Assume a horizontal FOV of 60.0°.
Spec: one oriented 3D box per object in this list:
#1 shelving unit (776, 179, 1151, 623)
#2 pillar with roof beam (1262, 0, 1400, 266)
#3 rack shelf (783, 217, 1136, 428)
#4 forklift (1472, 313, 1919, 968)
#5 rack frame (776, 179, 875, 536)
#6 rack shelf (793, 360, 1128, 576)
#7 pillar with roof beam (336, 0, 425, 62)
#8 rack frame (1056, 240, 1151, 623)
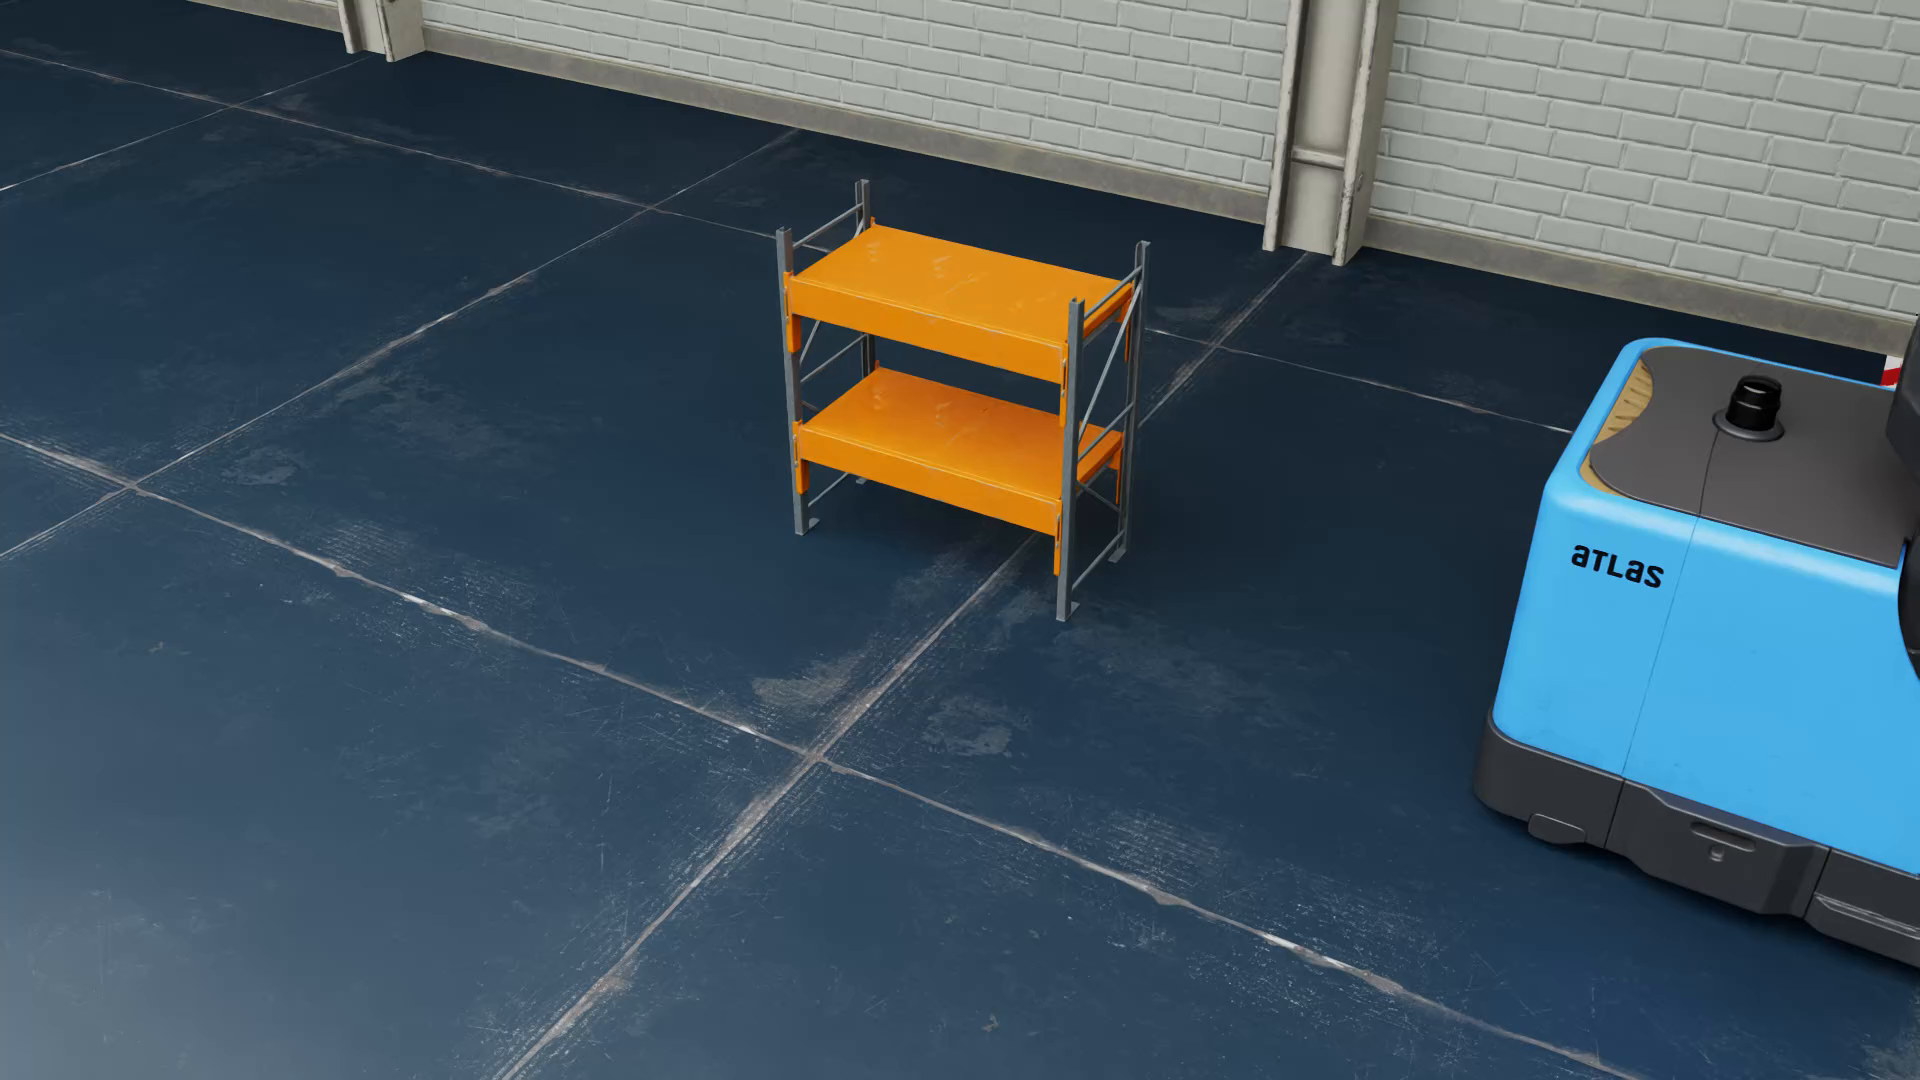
[{"bbox_3d":[0.006,-0.466,5.435,1.048,1.125,0.538,18,37,24],"label":"shelving unit"},{"bbox_3d":[-0.472,-3.058,2.224,0.400,9.000,9.100,18,37,24],"label":"pillar with roof beam"},{"bbox_3d":[0.006,-0.710,5.273,1.000,0.278,0.538,18,37,24],"label":"rack shelf"},{"bbox_3d":[2.946,-0.273,3.515,3.031,2.935,1.130,18,38,25],"label":"forklift"},{"bbox_3d":[-0.435,-0.606,5.645,0.032,1.125,0.500,18,37,24],"label":"rack frame"},{"bbox_3d":[0.006,-0.263,5.571,1.000,0.278,0.538,18,37,24],"label":"rack shelf"},{"bbox_3d":[-5.681,-4.709,4.702,0.400,9.000,9.100,18,37,24],"label":"pillar with roof beam"},{"bbox_3d":[0.447,-0.327,5.225,0.032,1.125,0.500,18,37,24],"label":"rack frame"}]
